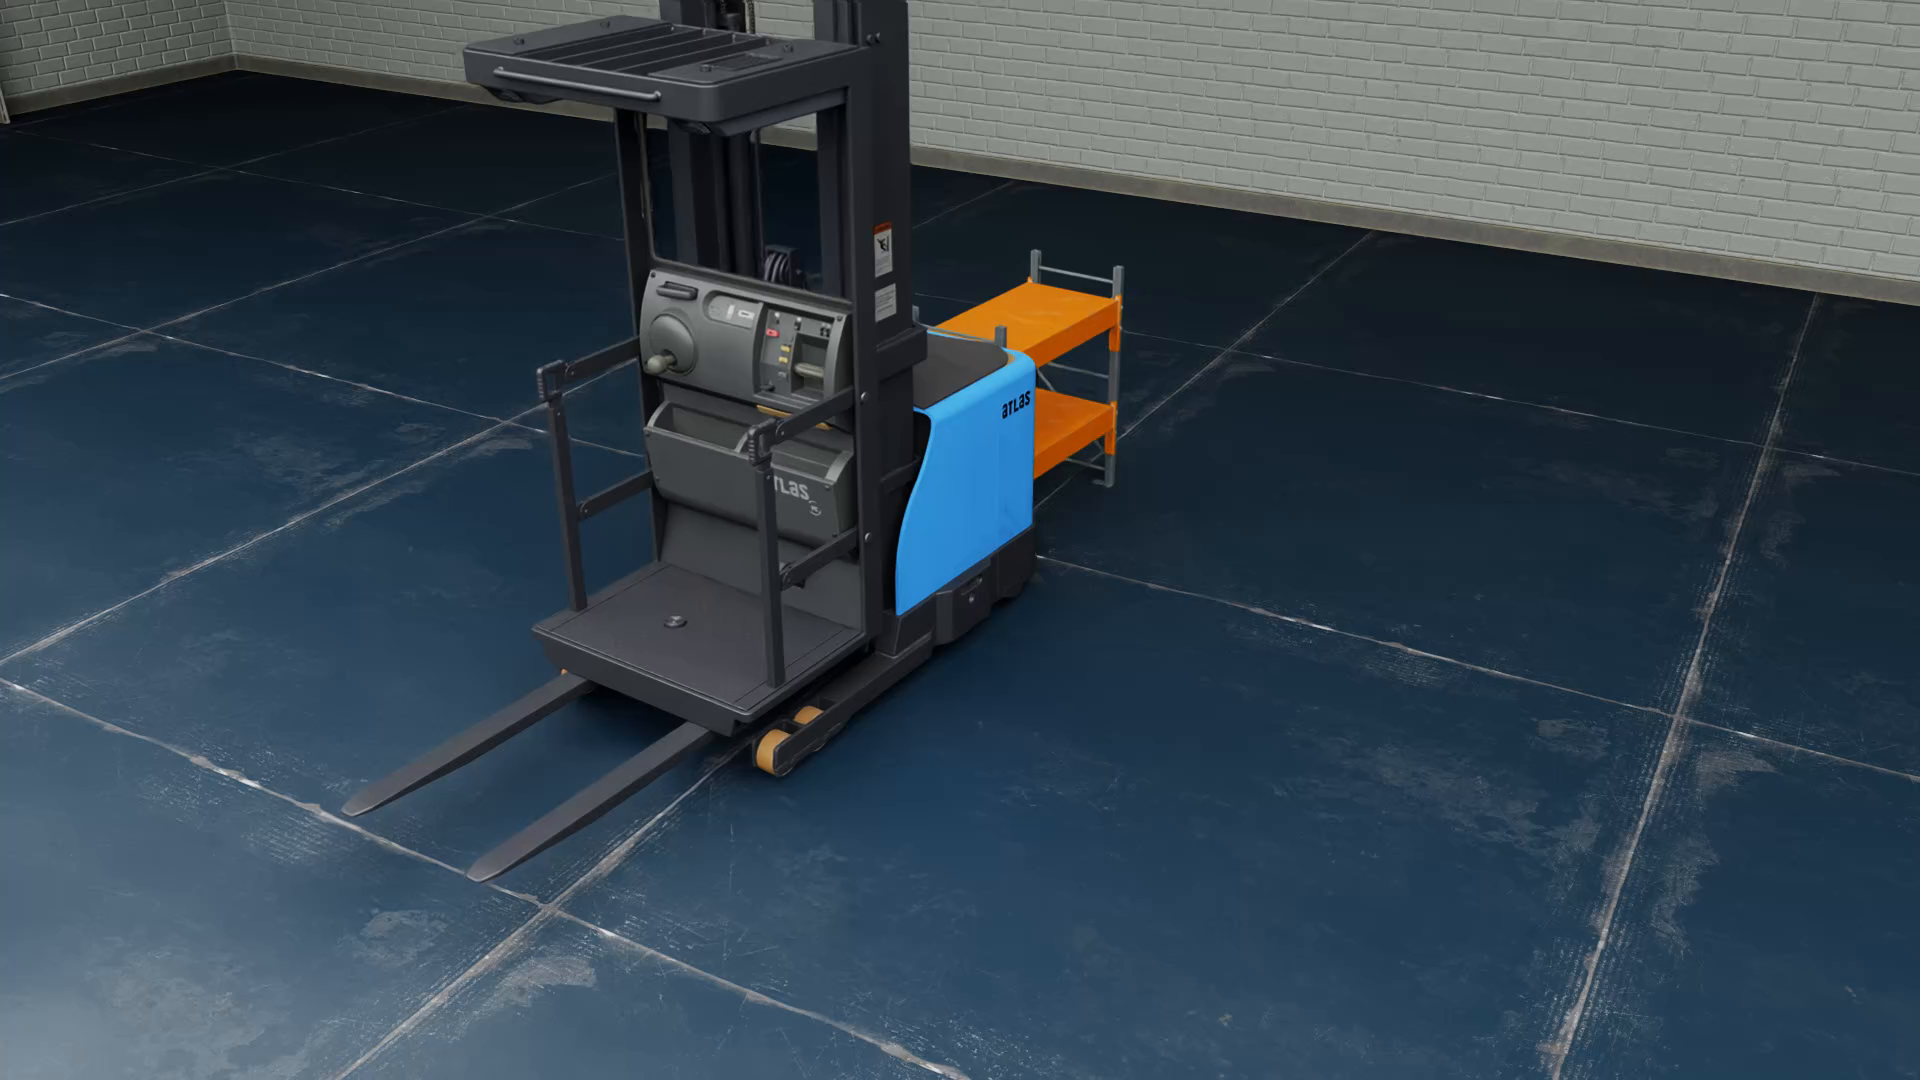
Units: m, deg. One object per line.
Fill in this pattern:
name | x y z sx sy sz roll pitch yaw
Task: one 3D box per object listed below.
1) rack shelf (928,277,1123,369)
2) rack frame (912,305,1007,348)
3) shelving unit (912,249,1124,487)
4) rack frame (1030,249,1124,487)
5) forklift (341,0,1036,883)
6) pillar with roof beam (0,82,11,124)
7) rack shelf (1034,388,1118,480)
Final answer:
rack shelf | 0.270 -0.909 7.656 0.538 0.278 1.000 17 31 30
rack frame | -0.015 -0.459 7.411 0.500 1.125 0.032 17 31 30
shelving unit | 0.270 -0.648 7.787 0.538 1.125 1.048 17 31 30
rack frame | 0.556 -0.836 8.163 0.500 1.125 0.032 17 31 30
forklift | -0.913 -0.697 5.868 1.130 2.935 3.031 17 31 30
pillar with roof beam | -5.357 -6.937 11.556 9.100 9.000 0.400 14 30 26
rack shelf | 0.270 -0.429 7.896 0.538 0.278 1.000 17 31 30
